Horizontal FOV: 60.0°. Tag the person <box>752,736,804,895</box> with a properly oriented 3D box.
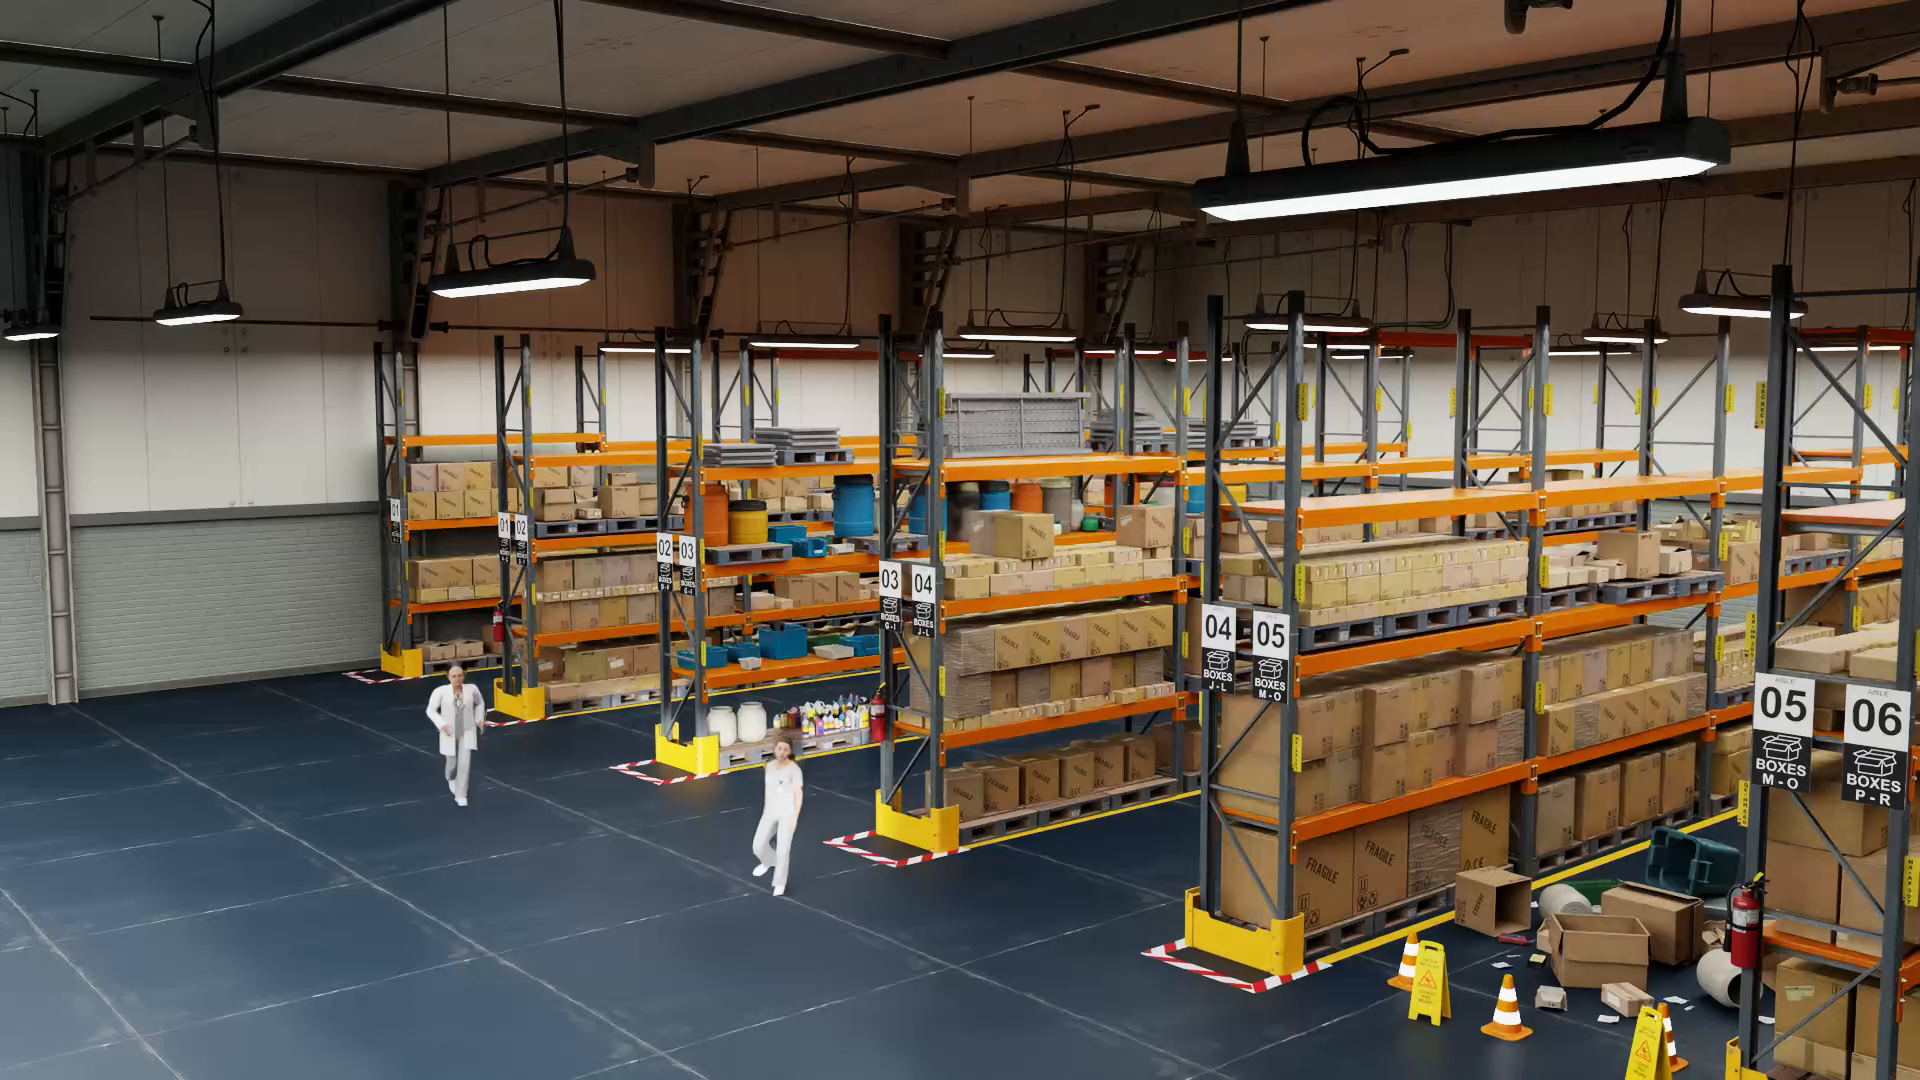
[{"bbox_3d":[-1.874,2.795,17.062,0.686,1.638,0.552,2,6,22],"label":"person"}]

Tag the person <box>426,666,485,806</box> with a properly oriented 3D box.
[{"bbox_3d":[-6.313,2.412,20.835,0.711,1.733,0.853,-2,6,-22],"label":"person"}]
